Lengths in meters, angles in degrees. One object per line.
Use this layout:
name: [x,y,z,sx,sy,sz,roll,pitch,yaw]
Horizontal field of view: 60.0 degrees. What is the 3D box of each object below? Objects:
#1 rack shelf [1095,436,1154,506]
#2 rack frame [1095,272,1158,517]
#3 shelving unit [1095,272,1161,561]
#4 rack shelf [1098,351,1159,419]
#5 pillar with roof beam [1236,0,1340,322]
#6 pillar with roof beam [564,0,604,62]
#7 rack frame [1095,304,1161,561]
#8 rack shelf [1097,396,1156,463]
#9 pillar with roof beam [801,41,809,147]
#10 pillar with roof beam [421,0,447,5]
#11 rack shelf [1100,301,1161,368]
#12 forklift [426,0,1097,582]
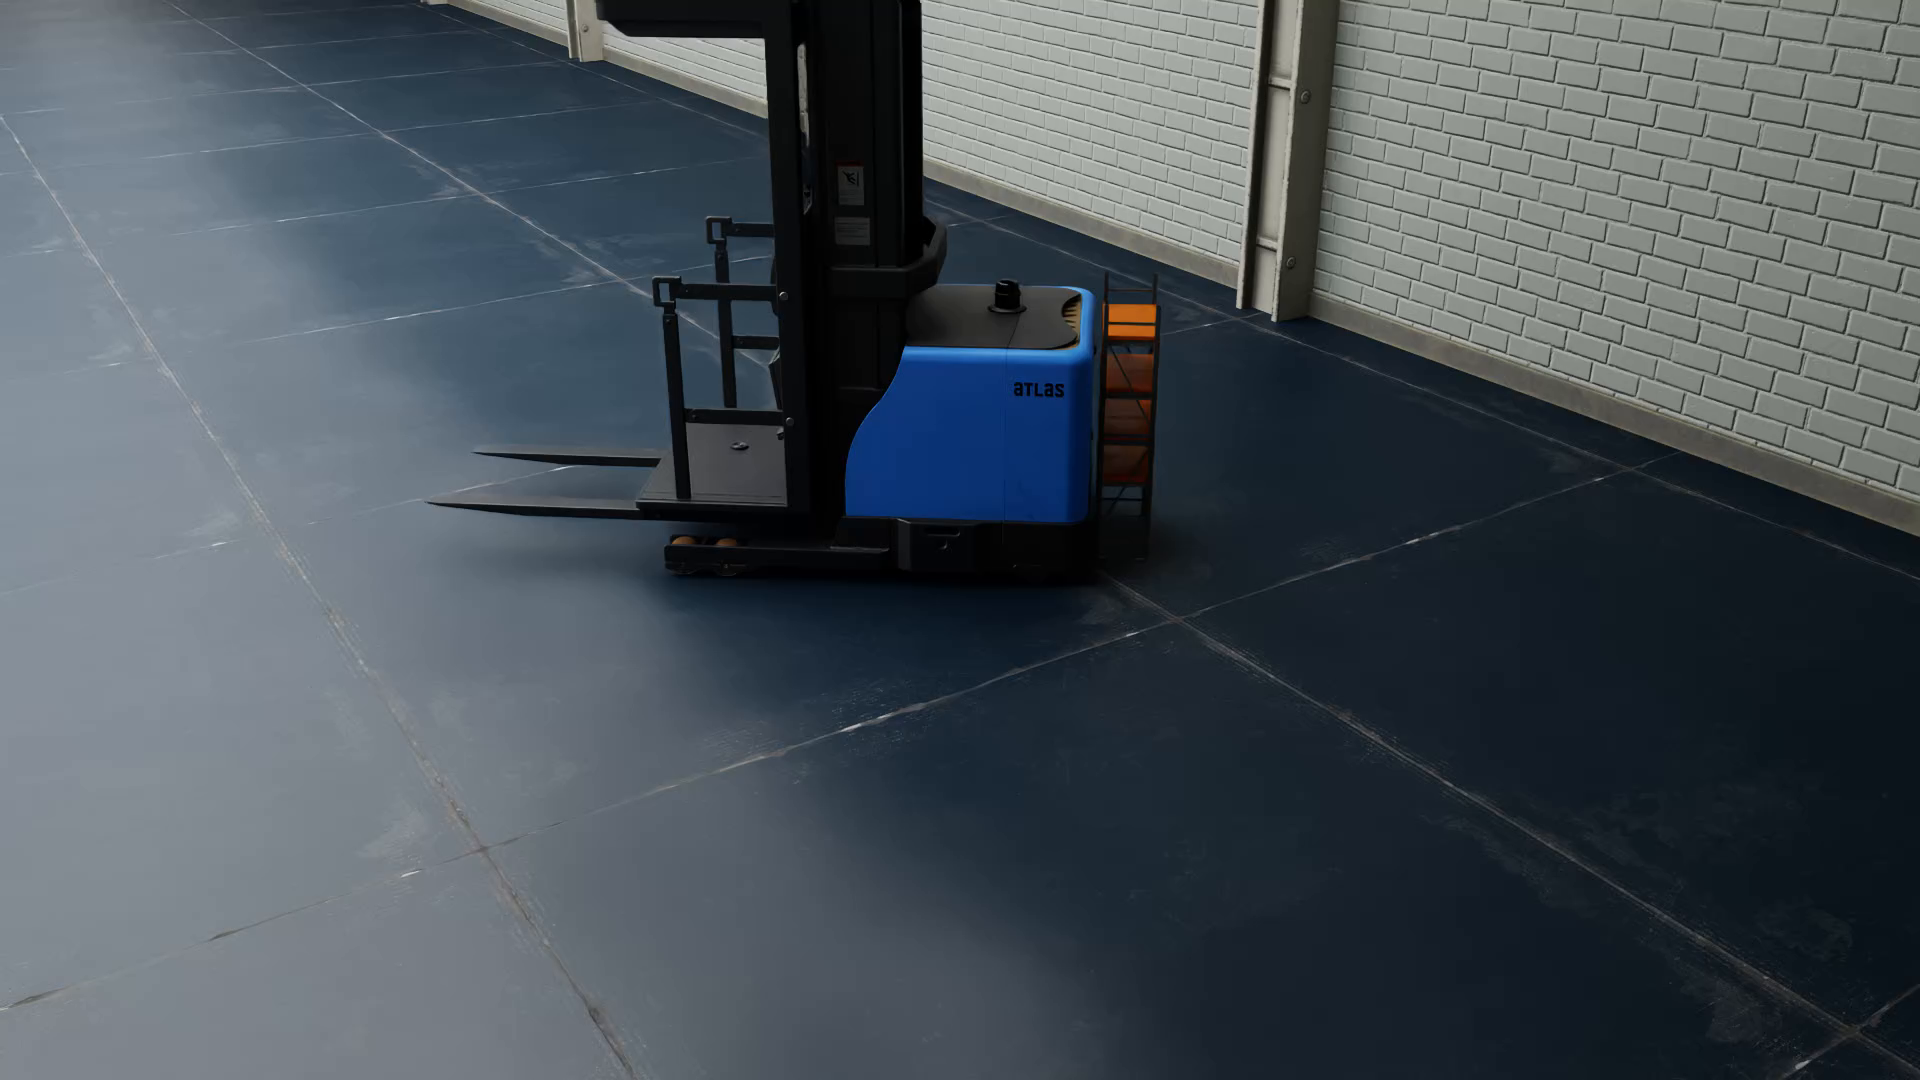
rack shelf: [0.752,-0.318,7.640,0.258,0.148,0.480,2,25,4]
rack frame: [0.770,-0.662,7.747,0.240,1.200,0.015,2,25,4]
shelving unit: [0.752,-0.558,7.527,0.258,1.200,0.503,2,25,4]
rack shelf: [0.752,-0.699,7.460,0.258,0.148,0.480,2,25,4]
pillar with roof beam: [-1.545,-4.578,6.906,9.100,9.000,0.400,-16,29,-30]
pillar with roof beam: [-8.095,-8.870,15.998,9.100,9.000,0.400,-16,29,-30]
rack frame: [0.733,-0.454,7.307,0.240,1.200,0.015,2,25,4]
rack shelf: [0.752,-0.497,7.555,0.258,0.148,0.480,2,25,4]
pillar with roof beam: [-4.820,-6.724,11.452,9.100,9.000,0.400,-16,29,-30]
pillar with roof beam: [-11.371,-11.016,20.544,9.100,9.000,0.400,-16,29,-30]
rack shelf: [0.752,-0.913,7.359,0.258,0.148,0.480,2,25,4]
forklift: [-0.905,-1.384,7.249,3.031,2.935,1.130,2,25,4]
